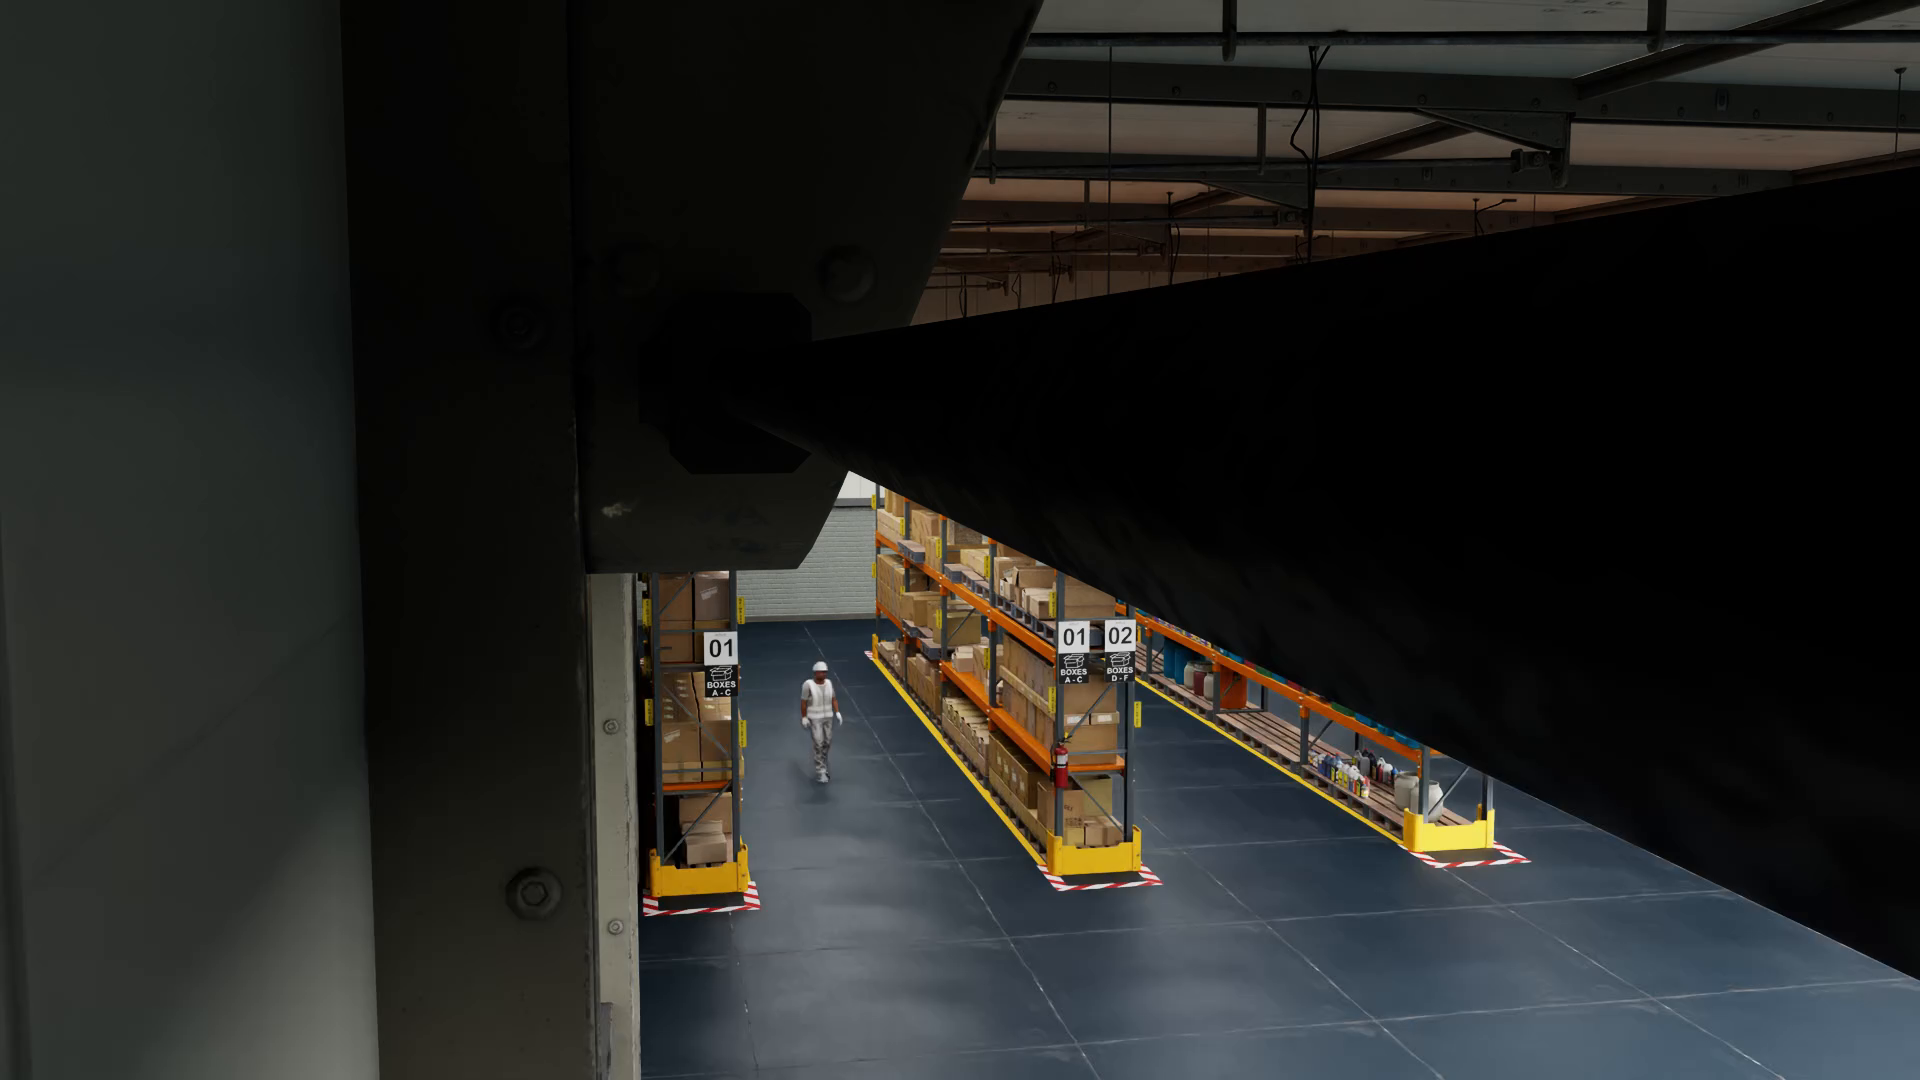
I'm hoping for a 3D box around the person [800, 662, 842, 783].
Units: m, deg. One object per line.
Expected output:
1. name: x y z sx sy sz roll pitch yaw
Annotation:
1. person: -2.097 2.819 25.820 0.570 1.810 0.680 -4 7 -36
